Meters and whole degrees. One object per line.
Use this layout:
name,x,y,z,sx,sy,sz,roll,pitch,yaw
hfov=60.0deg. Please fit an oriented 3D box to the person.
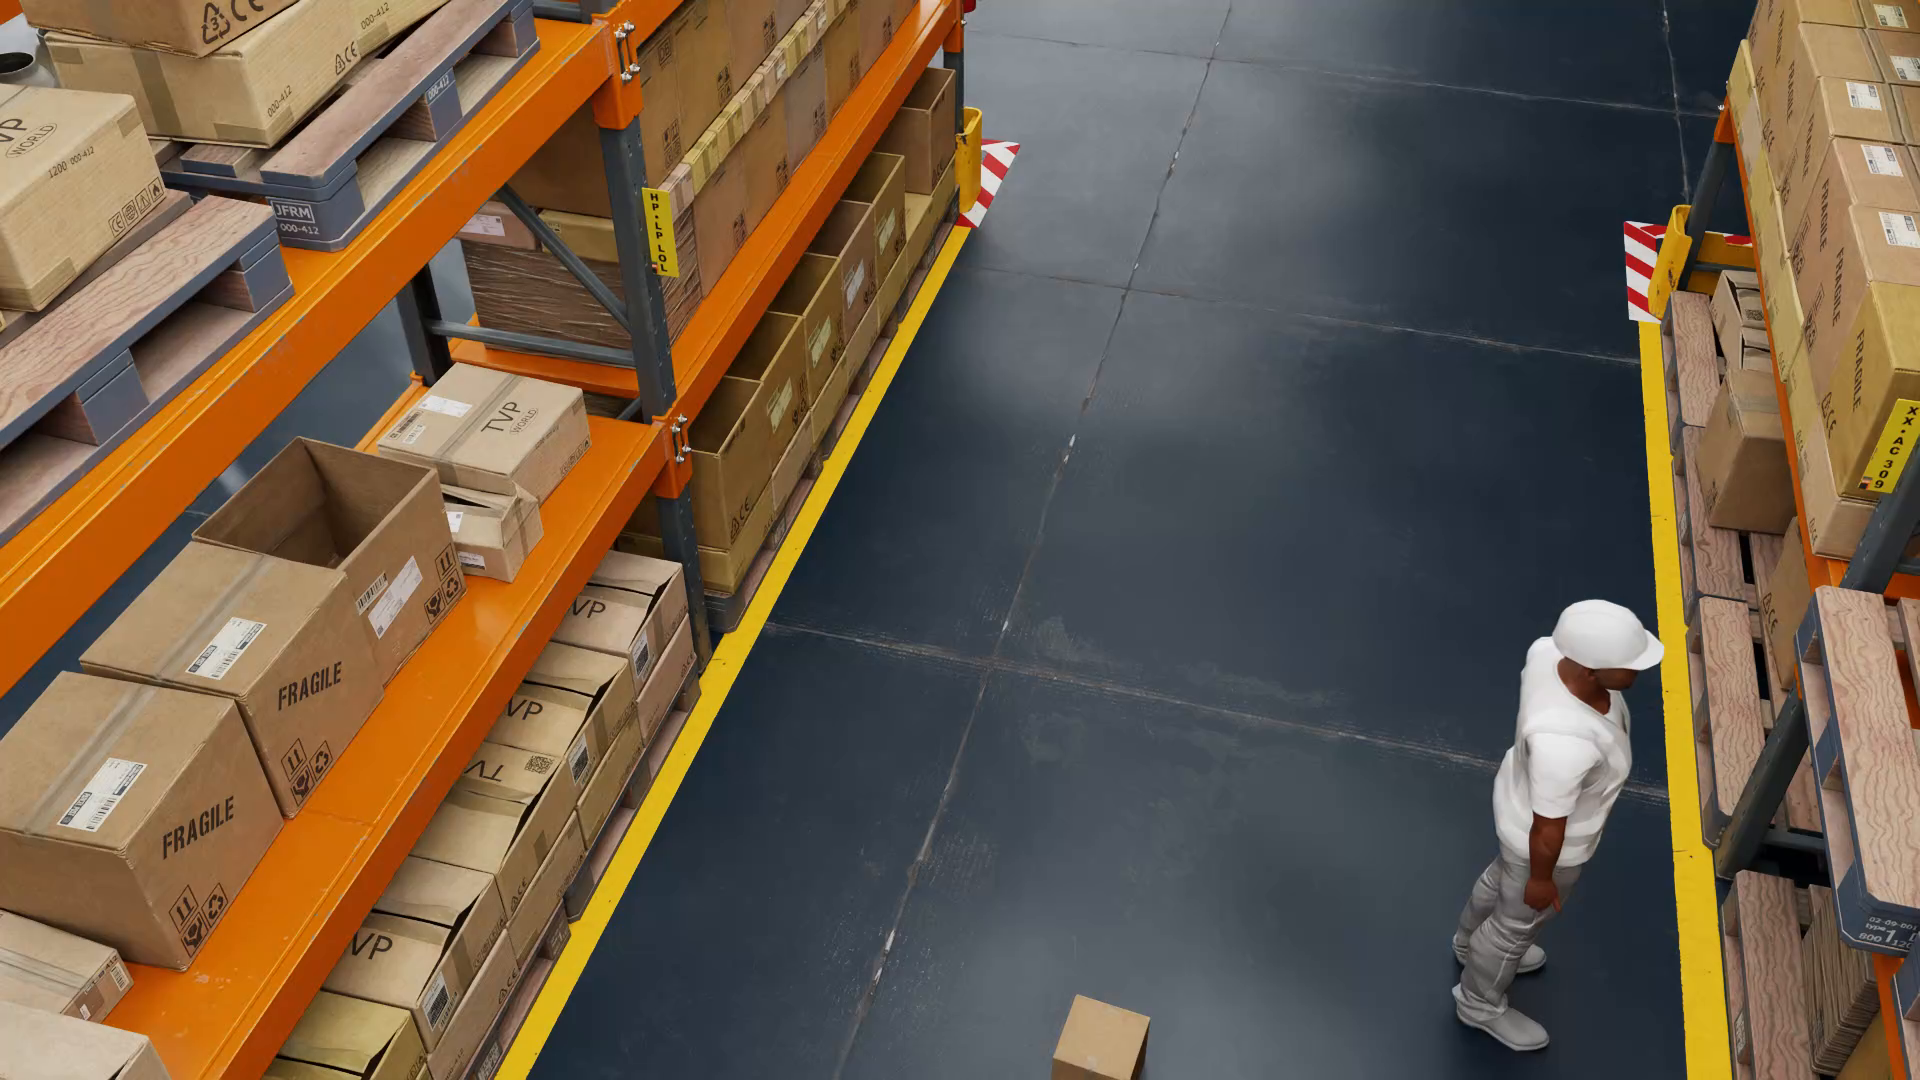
person,1.819,0.862,5.137,0.377,1.771,0.569,9,42,11
